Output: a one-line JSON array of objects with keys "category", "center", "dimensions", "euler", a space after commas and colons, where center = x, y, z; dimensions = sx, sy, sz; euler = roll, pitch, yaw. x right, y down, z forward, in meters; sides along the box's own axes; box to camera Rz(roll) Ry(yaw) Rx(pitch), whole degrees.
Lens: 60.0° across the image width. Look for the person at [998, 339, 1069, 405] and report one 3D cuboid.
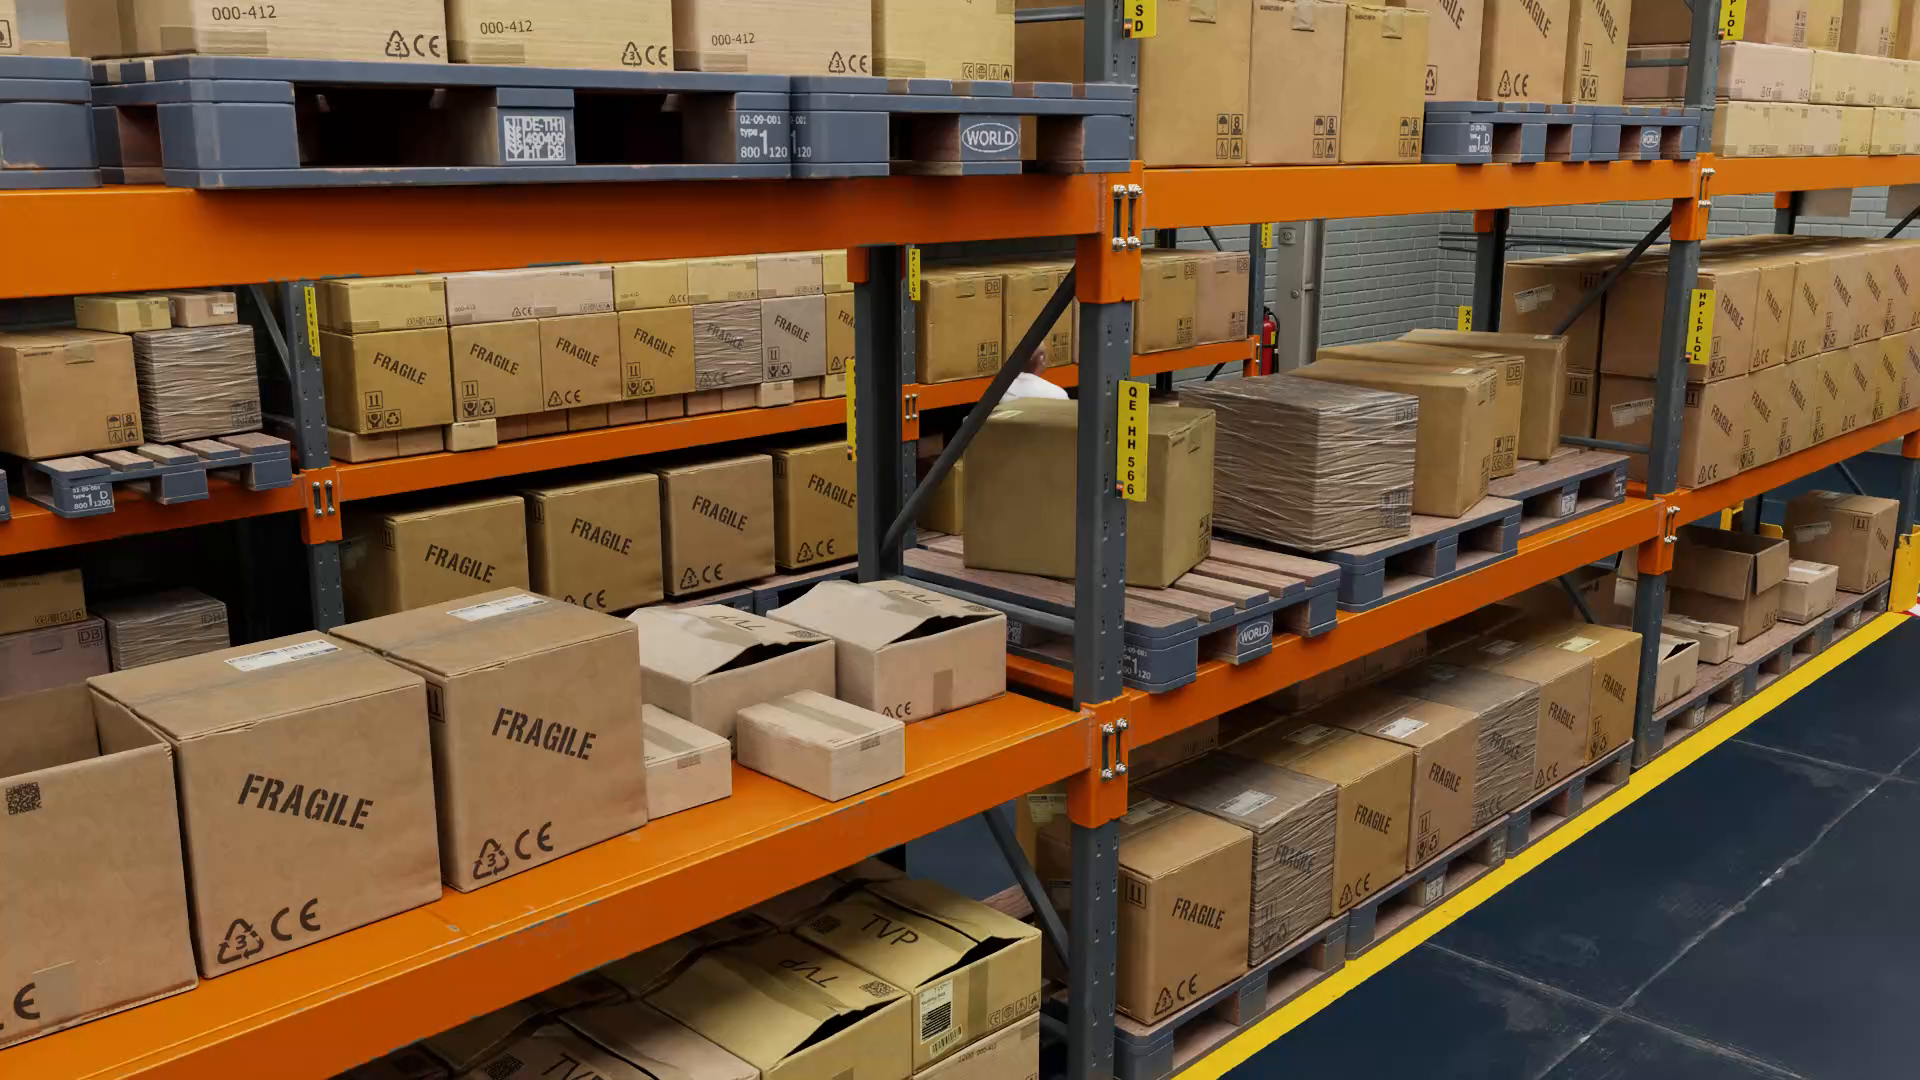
[{"category": "person", "center": [0.549, -0.358, 10.030], "dimensions": [0.530, 1.769, 0.563], "euler": [13, 19, 43]}]
